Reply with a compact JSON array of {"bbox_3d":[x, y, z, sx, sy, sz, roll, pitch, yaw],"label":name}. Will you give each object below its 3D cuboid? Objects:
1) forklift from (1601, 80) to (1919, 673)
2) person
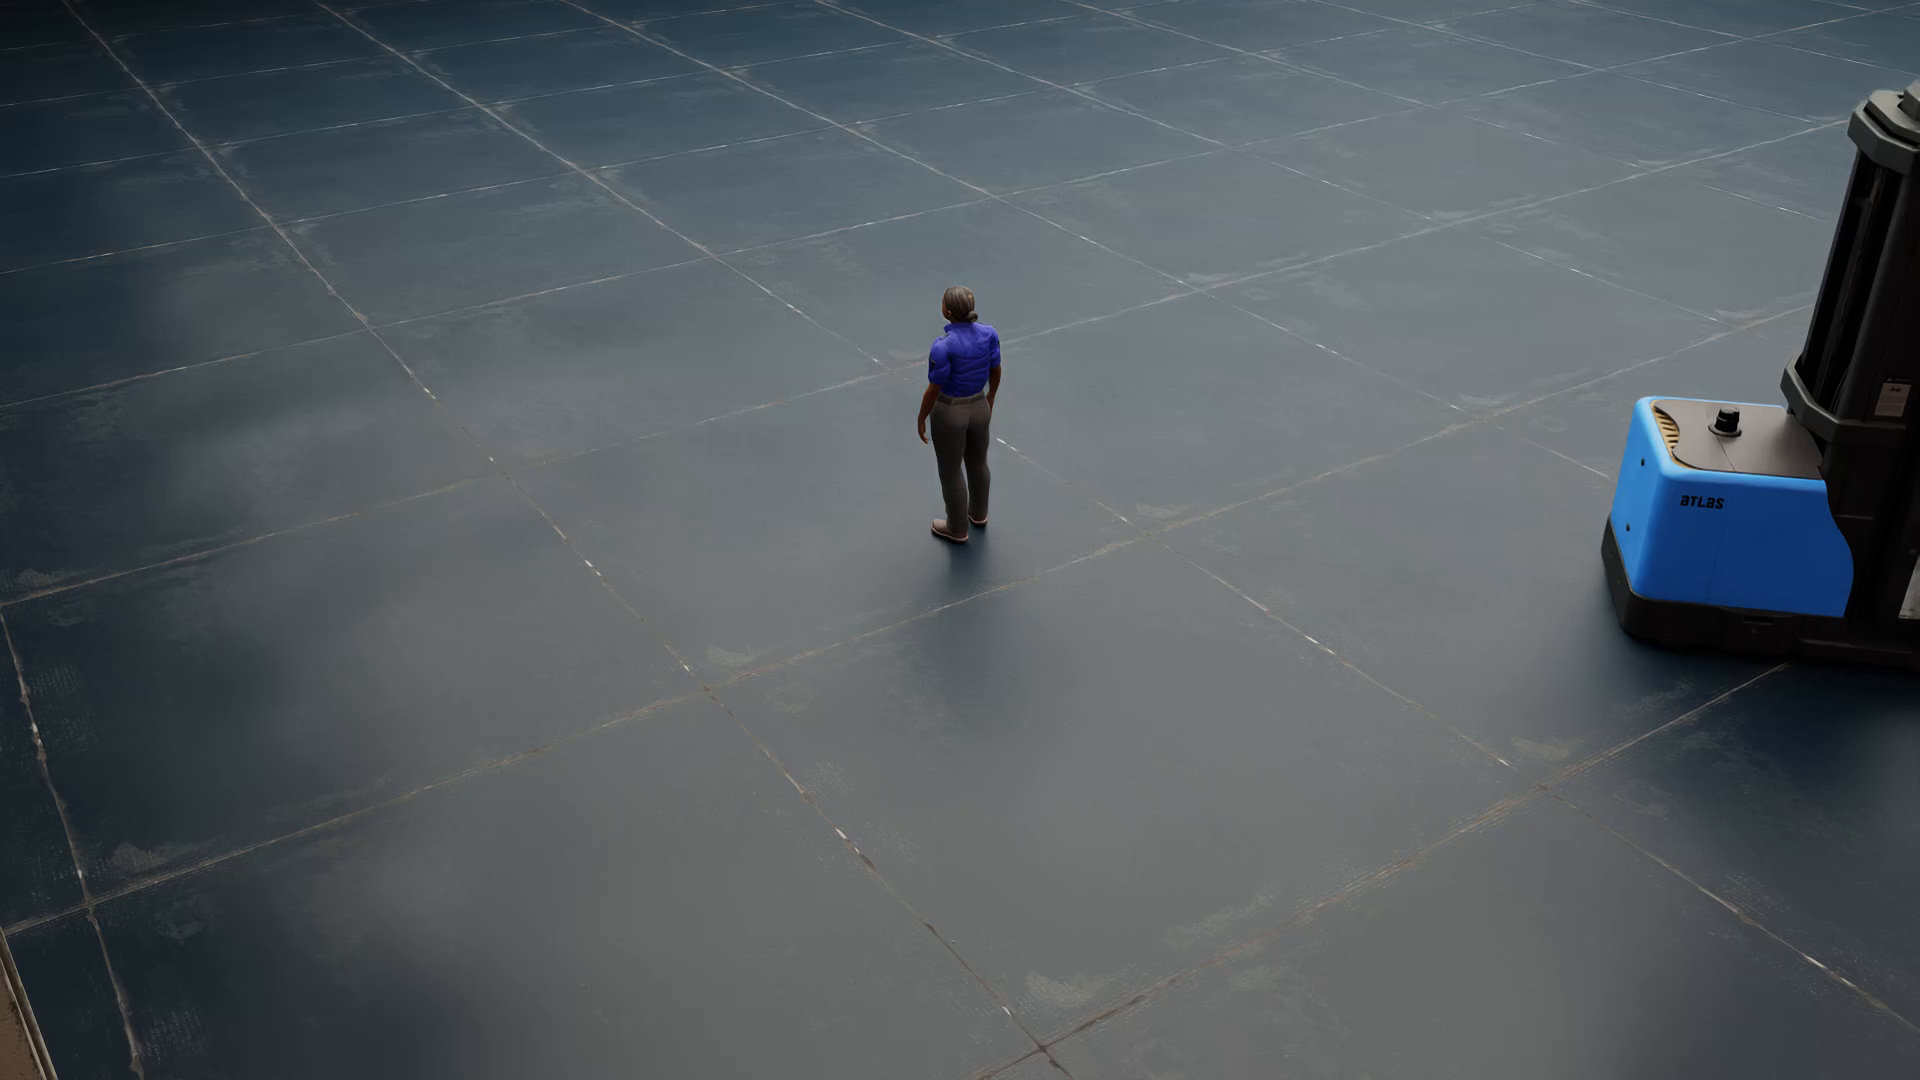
[{"bbox_3d":[5.220,-0.799,8.601,3.031,2.935,1.130,5,30,10],"label":"forklift"},{"bbox_3d":[-0.032,-0.768,9.830,0.569,1.656,0.503,-18,34,-29],"label":"person"}]
